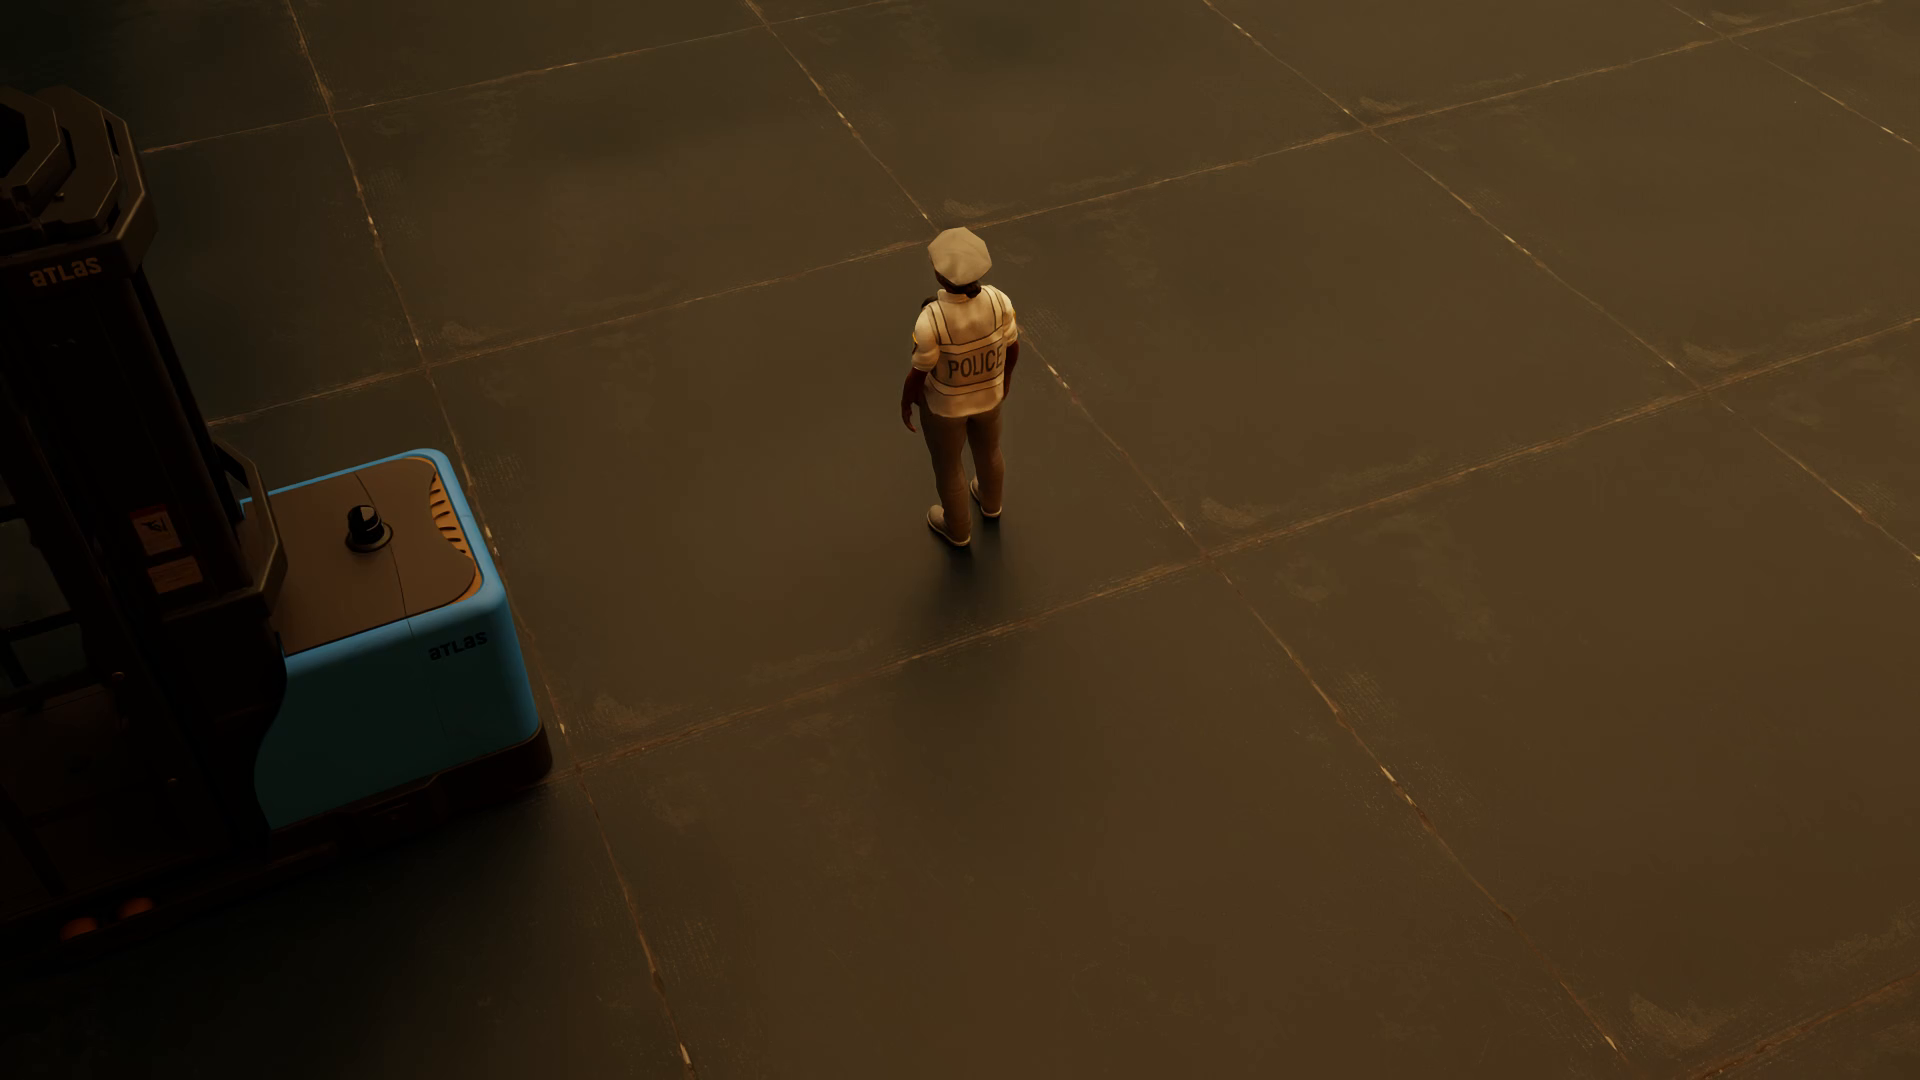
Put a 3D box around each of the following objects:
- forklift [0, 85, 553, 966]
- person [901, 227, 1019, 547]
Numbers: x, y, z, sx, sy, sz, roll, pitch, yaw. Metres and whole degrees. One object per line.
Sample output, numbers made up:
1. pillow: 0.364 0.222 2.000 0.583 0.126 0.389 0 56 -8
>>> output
1. forklift: -3.207 0.069 5.606 3.031 2.935 1.130 -19 46 -19
2. person: -0.014 -0.678 7.302 0.570 1.697 0.526 -18 46 -18
